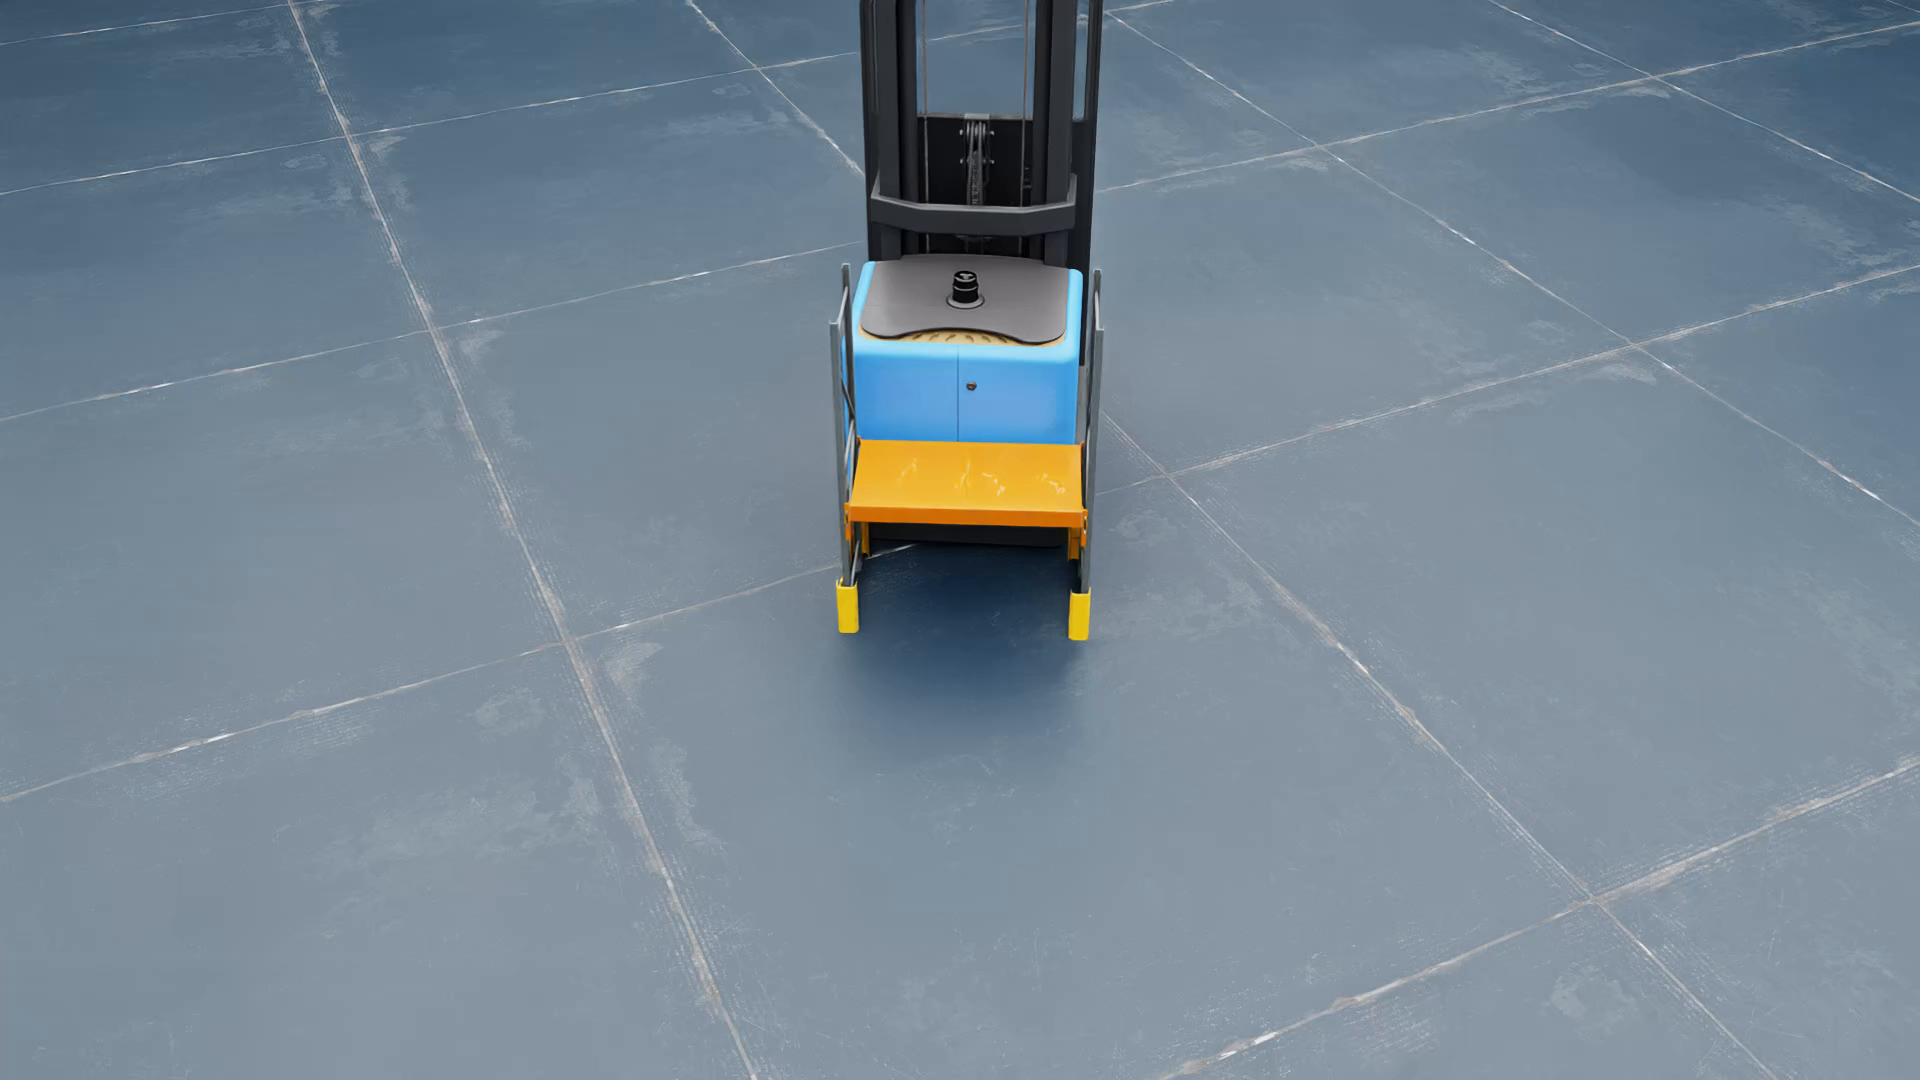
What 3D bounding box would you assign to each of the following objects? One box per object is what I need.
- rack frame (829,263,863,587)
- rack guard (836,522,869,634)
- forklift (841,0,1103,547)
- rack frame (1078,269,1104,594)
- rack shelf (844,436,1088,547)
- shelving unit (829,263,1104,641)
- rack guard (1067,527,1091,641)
[{"bbox_3d":[-0.473,-0.371,6.991,0.032,1.500,0.500,2,37,2],"label":"rack frame"},{"bbox_3d":[-0.472,0.131,7.363,0.087,0.250,0.587,2,37,2],"label":"rack guard"},{"bbox_3d":[0.115,-2.007,7.995,1.130,2.935,3.031,3,37,4],"label":"forklift"},{"bbox_3d":[0.542,-0.343,6.953,0.032,1.500,0.500,2,37,2],"label":"rack frame"},{"bbox_3d":[0.035,-0.212,7.079,1.000,0.185,0.538,2,37,2],"label":"rack shelf"},{"bbox_3d":[0.026,-0.357,6.972,1.083,1.500,0.587,2,37,2],"label":"shelving unit"},{"bbox_3d":[0.523,0.159,7.326,0.087,0.250,0.587,2,37,2],"label":"rack guard"}]
